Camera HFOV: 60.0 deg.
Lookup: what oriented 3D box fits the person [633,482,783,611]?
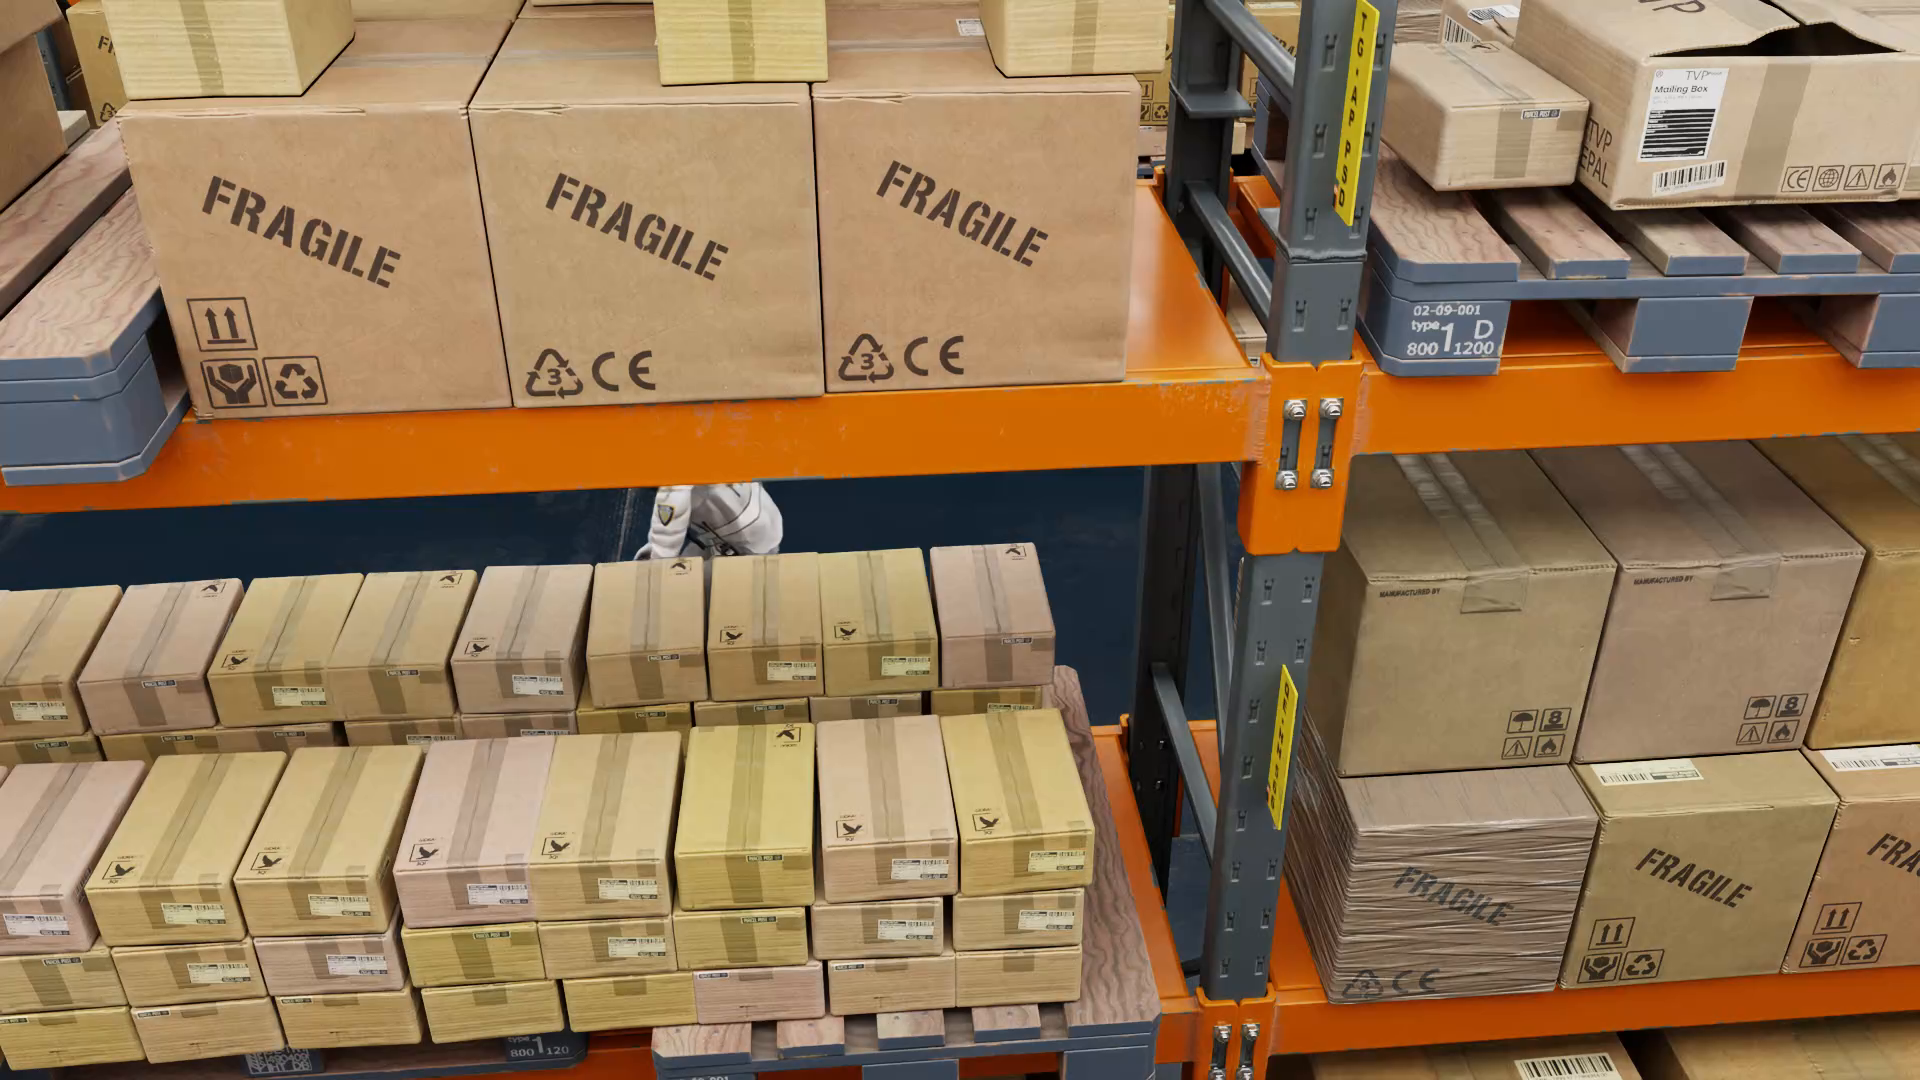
[{"bbox_3d":[-1.025,0.050,6.337,0.708,1.376,0.535,-3,31,-4],"label":"person"}]
